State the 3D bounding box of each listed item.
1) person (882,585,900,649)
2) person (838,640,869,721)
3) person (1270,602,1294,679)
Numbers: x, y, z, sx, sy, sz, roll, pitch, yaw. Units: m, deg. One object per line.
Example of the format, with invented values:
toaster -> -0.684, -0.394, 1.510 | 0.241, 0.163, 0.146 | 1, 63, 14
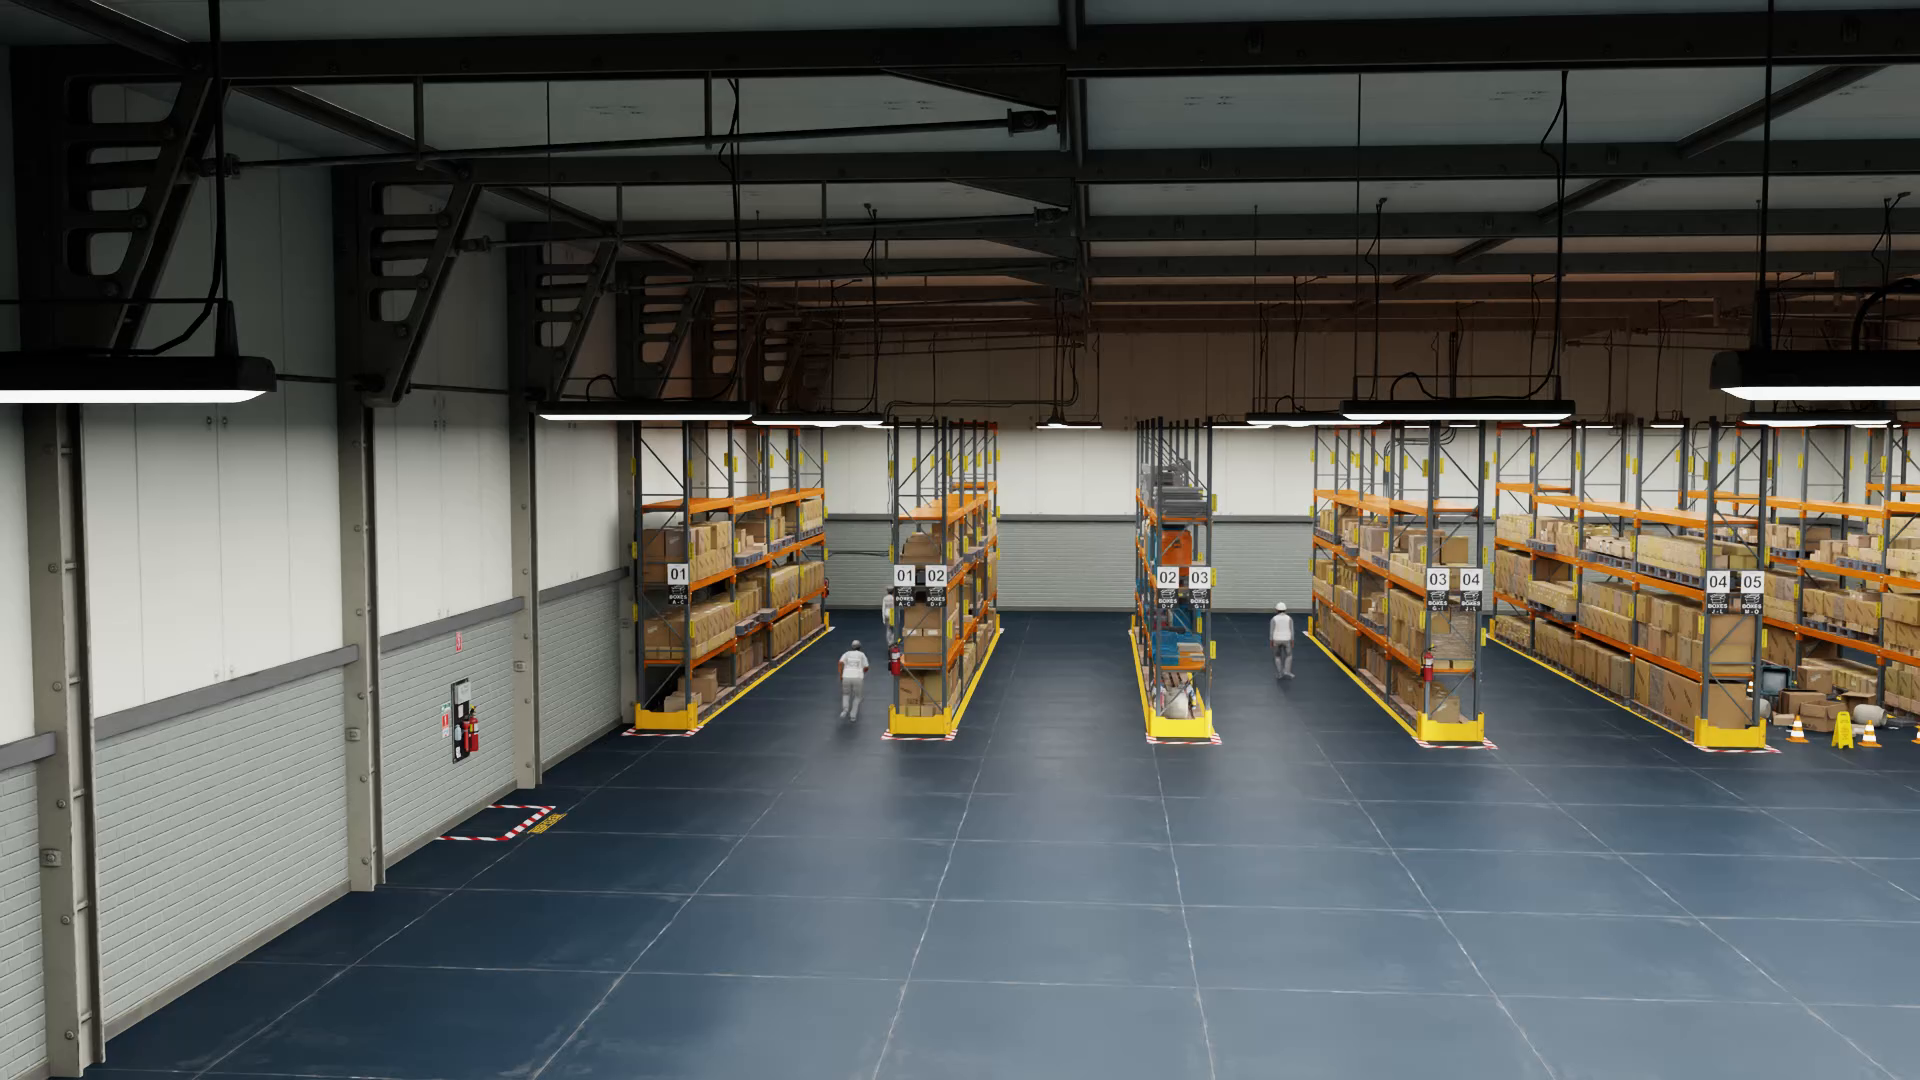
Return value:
person -> -1.824, 2.046, 43.667 | 0.493, 1.664, 0.480 | 2, 4, 33
person -> -2.123, 2.786, 33.164 | 0.598, 1.559, 0.721 | 0, 4, 8
person -> 7.455, 2.330, 38.501 | 0.565, 1.772, 0.537 | 0, 4, 7
